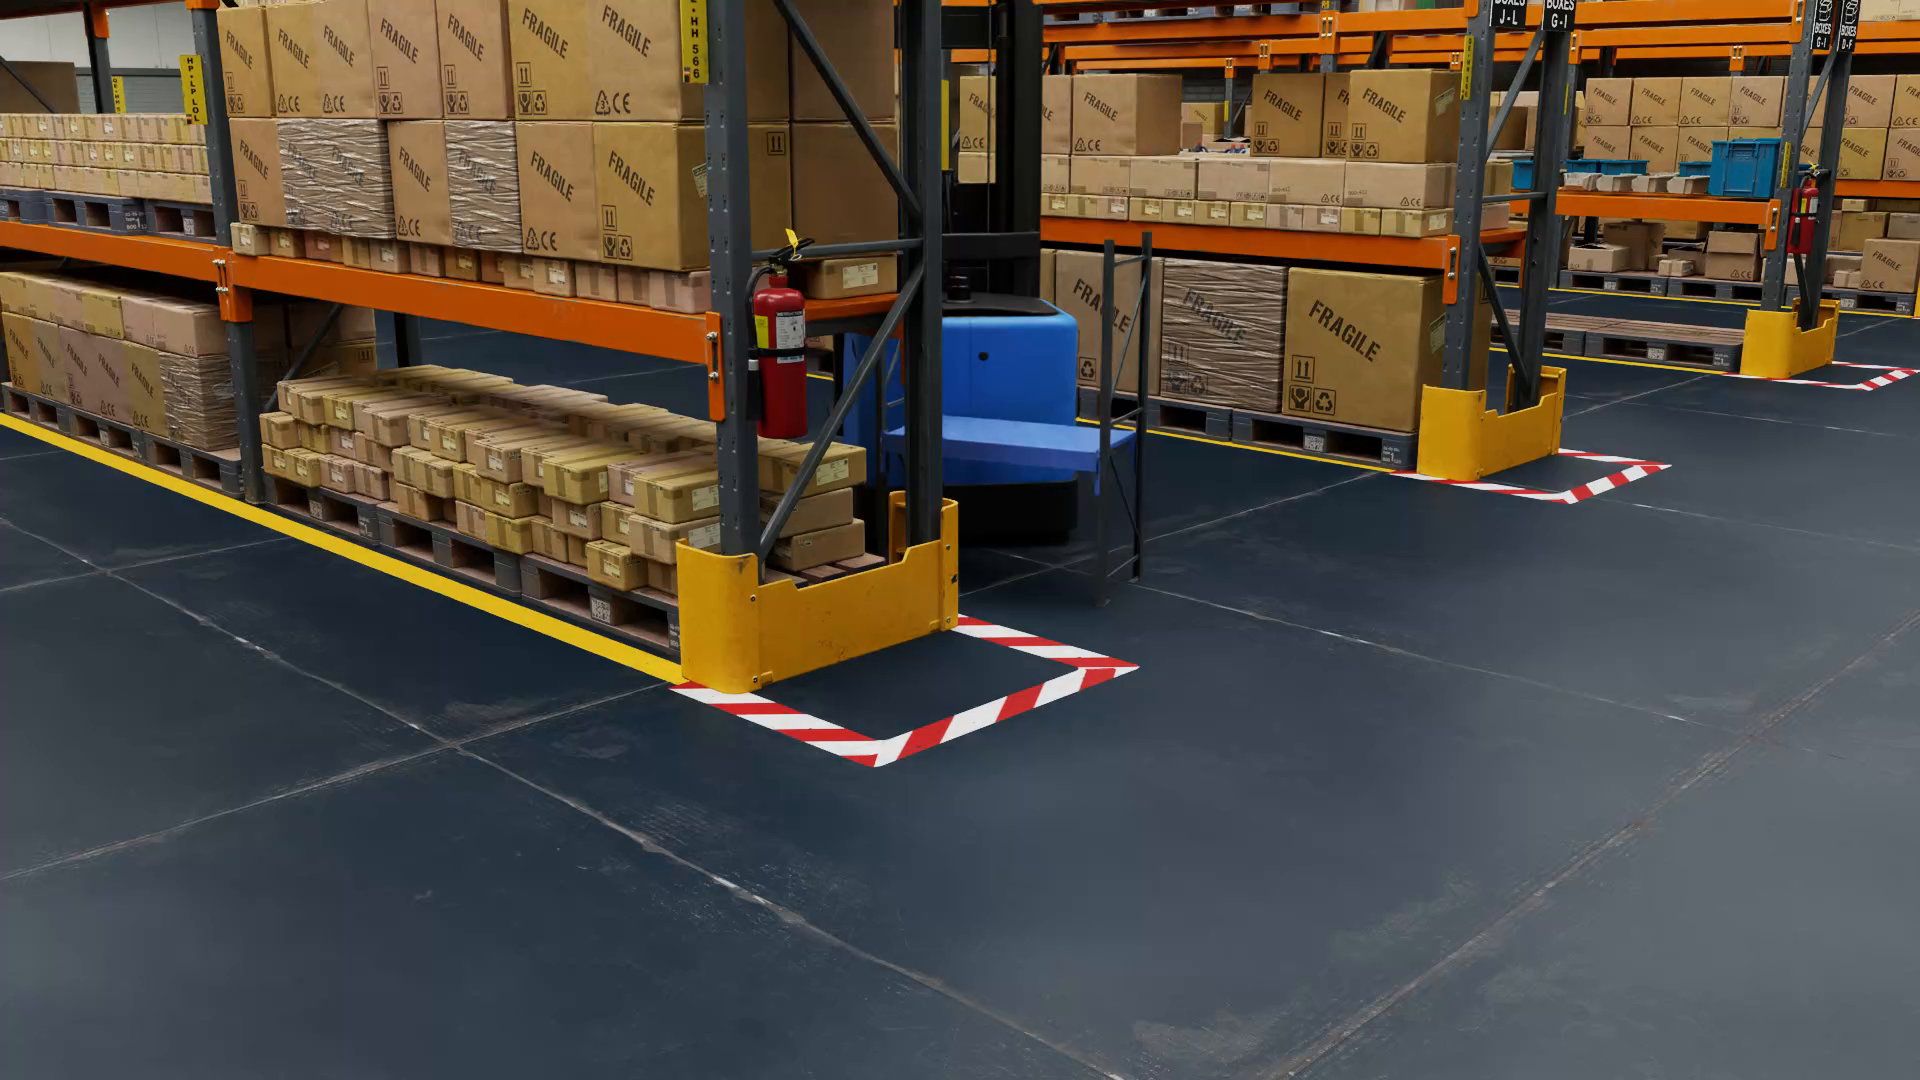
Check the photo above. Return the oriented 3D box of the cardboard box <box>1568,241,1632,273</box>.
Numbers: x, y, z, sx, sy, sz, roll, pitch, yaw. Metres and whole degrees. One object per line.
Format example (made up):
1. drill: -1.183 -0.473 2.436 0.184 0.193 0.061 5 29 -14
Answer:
1. cardboard box: 7.211 -3.203 18.736 0.500 0.311 0.500 14 20 42

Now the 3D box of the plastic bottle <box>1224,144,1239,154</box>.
1. plastic bottle: 2.596 -3.616 15.957 0.185 0.351 0.144 14 20 42

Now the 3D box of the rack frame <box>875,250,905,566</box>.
1. rack frame: -0.241 -0.611 7.301 0.032 1.500 0.500 7 16 24

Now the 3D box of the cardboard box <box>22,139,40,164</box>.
1. cardboard box: -5.615 -2.435 10.405 0.250 0.149 0.380 13 19 41

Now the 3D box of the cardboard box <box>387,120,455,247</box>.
1. cardboard box: -2.048 -1.515 7.011 0.500 0.500 0.500 -13 20 -41

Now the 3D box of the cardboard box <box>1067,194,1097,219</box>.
1. cardboard box: 0.917 -2.191 10.888 0.250 0.149 0.380 13 20 41

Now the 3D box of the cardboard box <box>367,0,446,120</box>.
1. cardboard box: -2.086 -2.005 6.907 0.500 0.500 0.500 13 19 40

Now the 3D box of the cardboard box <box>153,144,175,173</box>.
1. cardboard box: -4.126 -2.073 9.015 0.380 0.149 0.250 -13 20 -42

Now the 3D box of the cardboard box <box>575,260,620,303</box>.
1. cardboard box: -1.230 -1.000 6.318 0.250 0.149 0.380 13 20 42

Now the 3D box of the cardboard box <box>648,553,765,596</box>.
1. cardboard box: -0.979 0.098 6.428 0.250 0.149 0.380 14 20 43

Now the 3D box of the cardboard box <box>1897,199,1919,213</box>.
1. cardboard box: 12.116 -4.252 21.139 0.250 0.149 0.380 14 20 43

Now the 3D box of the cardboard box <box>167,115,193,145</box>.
1. cardboard box: -3.954 -2.175 8.817 0.250 0.149 0.380 13 19 41

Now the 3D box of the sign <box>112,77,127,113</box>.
1. sign: -5.845 -3.046 11.535 0.005 0.325 0.100 14 20 42

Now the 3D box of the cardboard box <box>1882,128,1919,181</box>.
1. cardboard box: 9.427 -3.781 16.297 0.500 0.500 0.500 -14 20 -42

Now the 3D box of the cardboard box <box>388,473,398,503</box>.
1. cardboard box: -2.454 -0.269 7.836 0.250 0.149 0.380 13 19 40

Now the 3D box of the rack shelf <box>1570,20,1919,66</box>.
1. rack shelf: 8.499 -5.157 17.255 4.000 0.370 1.077 14 20 42

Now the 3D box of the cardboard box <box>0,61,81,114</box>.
1. cardboard box: -6.531 -3.037 11.456 0.500 0.500 0.700 14 20 42

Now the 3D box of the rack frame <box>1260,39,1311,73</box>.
1. rack frame: 4.180 -5.104 21.572 0.127 3.000 1.000 14 20 42

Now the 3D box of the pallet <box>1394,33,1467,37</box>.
1. pallet: 5.890 -6.073 19.712 1.003 0.211 1.213 14 20 42

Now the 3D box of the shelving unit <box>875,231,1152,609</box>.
1. shelving unit: 0.219 -0.556 7.093 1.048 1.500 0.538 7 16 24

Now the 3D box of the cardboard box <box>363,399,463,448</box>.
1. cardboard box: -2.527 -0.543 7.707 0.380 0.149 0.250 -14 20 -43

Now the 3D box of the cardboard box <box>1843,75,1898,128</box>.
1. cardboard box: 9.063 -4.353 16.506 0.500 0.500 0.500 -14 20 -43

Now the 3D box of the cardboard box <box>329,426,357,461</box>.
1. cardboard box: -2.851 -0.506 8.156 0.250 0.149 0.380 14 20 42

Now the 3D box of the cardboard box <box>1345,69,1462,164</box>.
1. cardboard box: 2.527 -2.378 9.331 0.500 0.500 0.500 14 20 43

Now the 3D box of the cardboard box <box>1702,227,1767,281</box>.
1. cardboard box: 8.415 -3.081 17.886 0.637 0.503 0.797 14 20 42

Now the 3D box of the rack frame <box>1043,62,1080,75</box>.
1. rack frame: 1.856 -7.404 30.399 0.127 3.000 1.000 14 20 42

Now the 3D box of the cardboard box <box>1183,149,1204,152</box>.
1. cardboard box: 3.222 -5.196 22.421 0.380 0.149 0.250 -13 19 -40

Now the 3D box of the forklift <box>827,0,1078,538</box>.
1. forklift: -0.159 -1.750 8.837 1.130 2.935 3.031 -2 15 -8

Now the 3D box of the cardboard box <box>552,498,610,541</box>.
1. cardboard box: -1.409 -0.123 6.686 0.250 0.149 0.380 13 19 40

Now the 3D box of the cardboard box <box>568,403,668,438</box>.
1. cardboard box: -1.558 -0.516 7.603 0.250 0.149 0.380 14 20 43

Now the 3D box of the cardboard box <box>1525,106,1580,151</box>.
1. cardboard box: 6.873 -4.779 19.294 0.500 0.500 0.700 7 16 24

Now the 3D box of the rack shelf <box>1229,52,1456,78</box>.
1. rack shelf: 6.176 -7.457 26.081 4.000 0.370 1.077 14 20 42

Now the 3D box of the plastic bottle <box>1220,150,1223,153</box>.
1. plastic bottle: 2.652 -3.821 16.905 0.097 0.271 0.097 0 15 0

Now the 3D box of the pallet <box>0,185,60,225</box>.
1. pallet: -5.628 -2.226 10.906 1.003 0.211 1.213 14 20 42

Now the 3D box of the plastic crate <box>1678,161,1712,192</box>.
1. plastic crate: 6.075 -2.972 13.602 0.300 0.233 0.416 14 20 42

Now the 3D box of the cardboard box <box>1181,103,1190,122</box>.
1. cardboard box: 3.818 -7.117 28.067 0.500 0.500 0.500 14 20 42

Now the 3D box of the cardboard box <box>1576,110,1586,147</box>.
1. cardboard box: 8.895 -5.804 23.432 0.500 0.500 0.500 -14 20 -43

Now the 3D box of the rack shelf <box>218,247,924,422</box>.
1. rack shelf: -1.895 -1.026 7.347 4.000 0.370 1.077 14 20 42

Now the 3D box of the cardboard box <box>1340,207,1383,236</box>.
1. cardboard box: 2.387 -1.833 9.515 0.250 0.149 0.380 14 20 43

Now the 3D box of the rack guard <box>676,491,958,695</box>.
1. rack guard: -0.510 0.172 6.279 0.348 0.500 1.175 14 20 42

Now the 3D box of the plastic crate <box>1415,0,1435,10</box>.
1. plastic crate: 4.133 -4.835 15.012 0.662 0.188 0.450 14 20 42

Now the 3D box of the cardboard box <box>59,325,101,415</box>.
1. cardboard box: -5.145 -1.071 10.219 0.500 0.500 0.500 13 19 41

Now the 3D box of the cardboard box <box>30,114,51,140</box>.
1. cardboard box: -5.457 -2.541 10.220 0.250 0.149 0.380 13 19 40

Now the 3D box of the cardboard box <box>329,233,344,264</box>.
1. cardboard box: -2.701 -1.376 7.762 0.250 0.149 0.380 13 19 40

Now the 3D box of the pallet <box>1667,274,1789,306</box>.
1. pallet: 8.435 -2.721 17.956 1.213 0.211 1.003 14 20 42

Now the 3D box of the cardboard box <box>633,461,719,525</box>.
1. cardboard box: -1.013 -0.182 6.324 0.250 0.149 0.380 14 20 43

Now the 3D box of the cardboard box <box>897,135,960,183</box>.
1. cardboard box: -0.346 -2.687 12.098 0.500 0.500 0.500 14 20 42

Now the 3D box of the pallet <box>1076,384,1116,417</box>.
1. pallet: 0.674 -1.110 11.773 1.213 0.211 1.003 14 20 42

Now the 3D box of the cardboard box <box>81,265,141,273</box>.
1. cardboard box: -5.540 -1.708 11.177 0.500 0.250 0.500 13 19 41

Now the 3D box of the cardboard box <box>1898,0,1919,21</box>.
1. cardboard box: 9.386 -5.125 16.001 0.500 0.250 0.500 14 20 42

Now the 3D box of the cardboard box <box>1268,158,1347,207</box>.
1. cardboard box: 2.162 -2.104 9.764 0.500 0.250 0.500 13 20 41

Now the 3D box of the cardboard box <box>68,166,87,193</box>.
1. cardboard box: -5.077 -2.159 9.935 0.250 0.149 0.380 14 20 43

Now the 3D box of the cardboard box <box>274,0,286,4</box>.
1. cardboard box: -7.296 -5.919 18.259 0.250 0.149 0.380 13 20 42
